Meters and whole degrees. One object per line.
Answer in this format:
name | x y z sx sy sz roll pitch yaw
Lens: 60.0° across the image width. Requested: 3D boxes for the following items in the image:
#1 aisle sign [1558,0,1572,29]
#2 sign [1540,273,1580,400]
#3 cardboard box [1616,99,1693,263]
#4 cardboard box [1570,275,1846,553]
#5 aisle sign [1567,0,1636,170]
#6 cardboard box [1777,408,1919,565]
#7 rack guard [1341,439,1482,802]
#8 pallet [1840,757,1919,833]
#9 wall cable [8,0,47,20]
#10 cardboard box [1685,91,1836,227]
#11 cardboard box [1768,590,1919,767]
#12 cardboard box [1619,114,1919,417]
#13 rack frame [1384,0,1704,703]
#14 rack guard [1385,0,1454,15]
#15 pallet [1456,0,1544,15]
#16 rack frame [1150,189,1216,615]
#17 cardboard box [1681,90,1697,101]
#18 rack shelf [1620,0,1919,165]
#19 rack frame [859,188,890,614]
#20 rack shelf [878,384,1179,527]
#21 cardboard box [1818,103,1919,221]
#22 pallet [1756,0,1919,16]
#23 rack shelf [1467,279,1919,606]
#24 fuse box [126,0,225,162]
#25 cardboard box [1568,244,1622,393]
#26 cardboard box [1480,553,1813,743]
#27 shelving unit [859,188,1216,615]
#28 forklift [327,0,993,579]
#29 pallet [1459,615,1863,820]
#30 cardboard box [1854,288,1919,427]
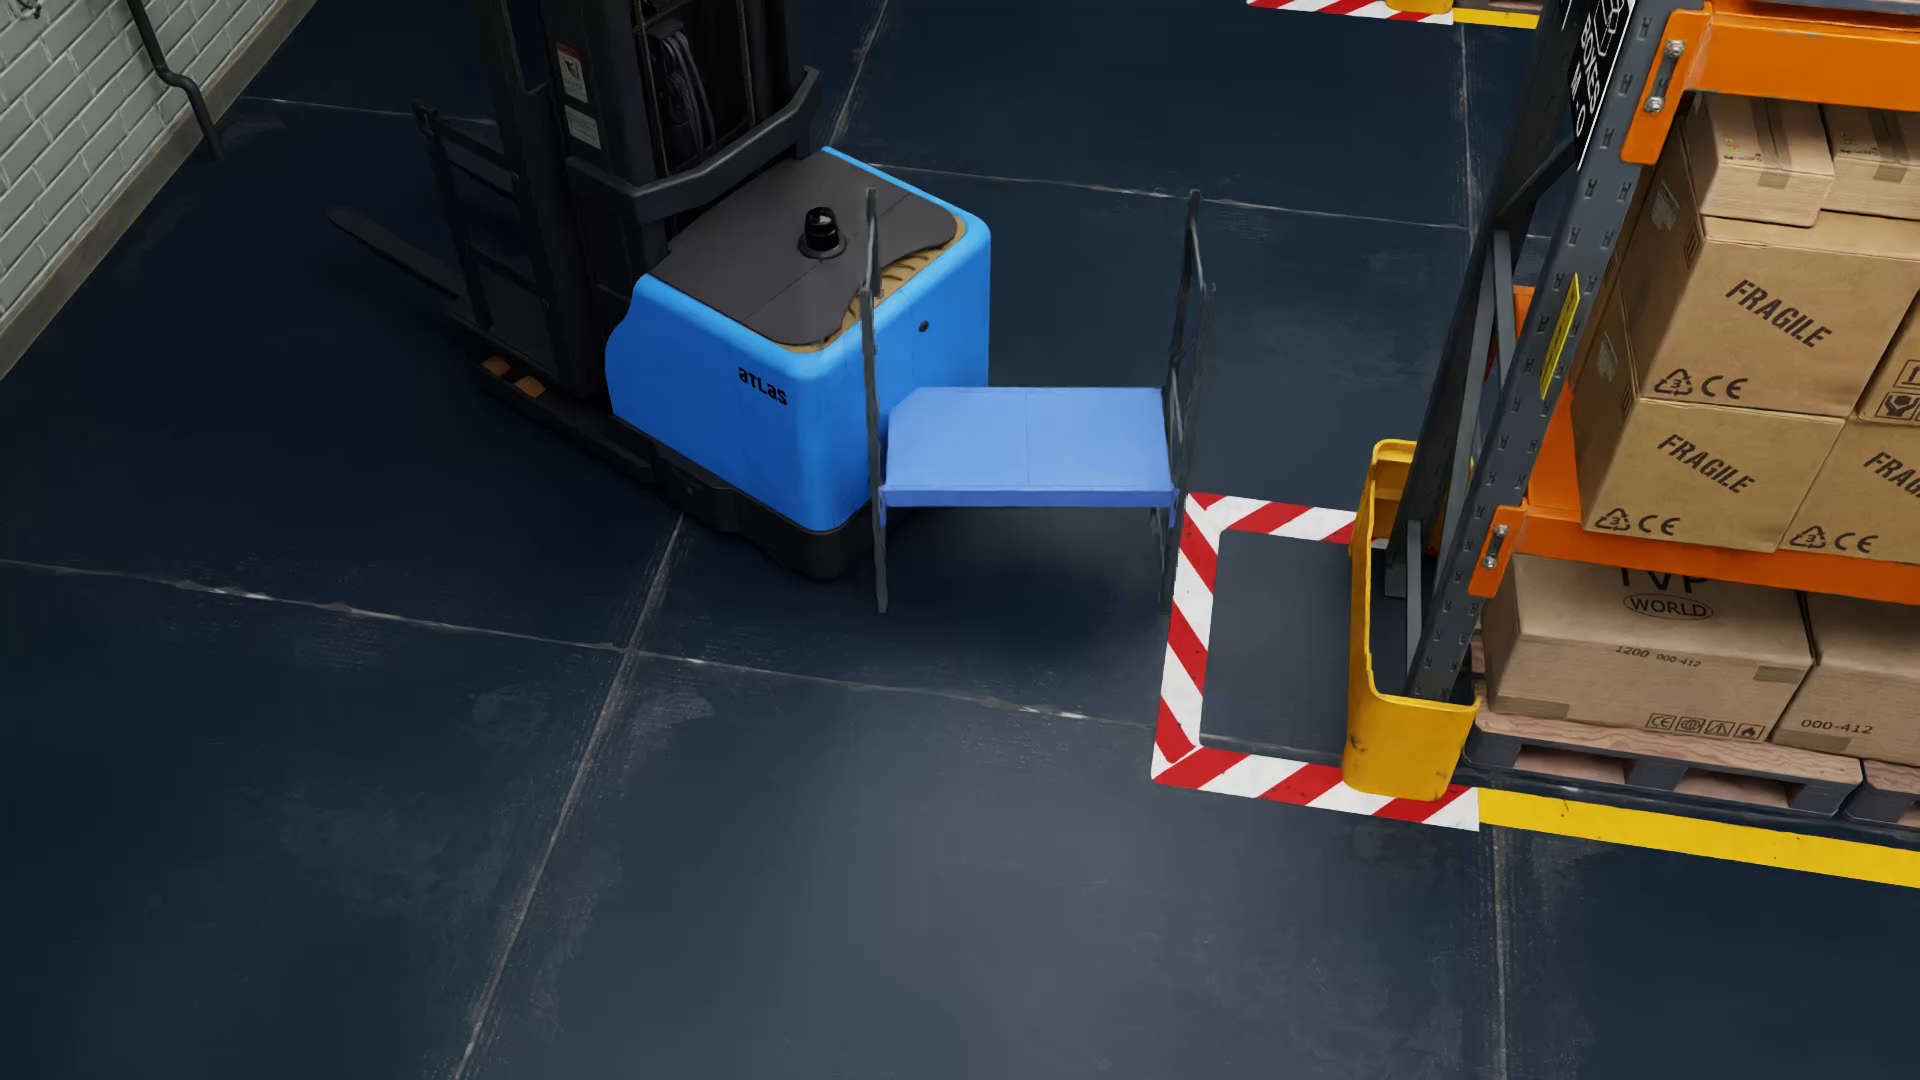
aisle sign | 1.544 -1.686 4.000 0.004 0.787 0.394 8 49 7
sign | 1.455 -0.491 4.039 0.005 0.325 0.100 8 49 7
cardboard box | 2.076 -1.059 4.445 0.500 0.500 0.500 9 49 8
cardboard box | 1.981 -0.340 4.472 0.500 0.500 0.500 7 48 7
aisle sign | 1.437 -1.247 3.606 0.004 0.787 0.394 8 49 7
cardboard box | 2.483 -0.294 4.430 0.500 0.500 0.500 7 48 6
rack guard | 1.536 0.252 5.688 0.348 0.500 1.175 8 49 7
pallet | 3.557 0.563 5.602 1.213 0.211 1.003 8 49 7
wall cable | -3.753 -2.689 5.966 0.122 1.984 0.588 8 49 7
cardboard box | 1.859 -0.915 3.880 0.250 0.149 0.380 9 49 8
cardboard box | 3.129 0.265 5.436 0.875 0.438 0.875 9 49 8
cardboard box | 1.981 -0.676 4.101 0.500 0.500 0.500 7 48 6
rack frame | 1.559 -0.580 4.755 0.127 3.000 1.000 8 49 7
rack guard | 2.513 -3.369 8.941 0.348 0.500 1.175 8 49 7
pallet | 3.298 -3.167 8.954 1.213 0.211 1.003 8 49 7
rack frame | 0.737 -0.415 5.615 0.032 1.500 0.500 0 48 0
cardboard box | 1.948 -1.264 4.194 0.250 0.149 0.380 8 49 7
rack shelf | 3.527 -1.078 3.669 4.000 0.370 1.077 8 49 7
rack frame | -0.279 -0.420 5.618 0.032 1.500 0.500 0 48 0
rack shelf | 0.229 -0.297 5.750 1.000 0.185 0.538 0 48 0
cardboard box | 2.130 -0.933 3.896 0.250 0.149 0.380 9 49 8
pallet | 2.291 -1.463 3.591 1.213 0.211 1.003 8 49 7
rack shelf | 3.527 -0.075 4.785 4.000 0.370 1.077 8 49 7
fuse box | -3.477 -2.397 7.253 0.414 1.711 0.539 8 49 7
cardboard box | 2.081 -0.744 4.835 0.500 0.500 0.500 8 49 7
cardboard box | 2.227 0.150 5.539 0.875 0.438 0.875 6 48 6
shelving unit | 0.229 -0.417 5.616 1.048 1.500 0.538 0 48 0
forklift | -1.352 -1.756 5.857 3.031 2.935 1.130 30 55 24
pallet | 2.360 0.400 5.749 1.213 0.211 1.003 8 49 7
cardboard box | 2.491 -0.613 4.045 0.500 0.500 0.500 6 48 6
